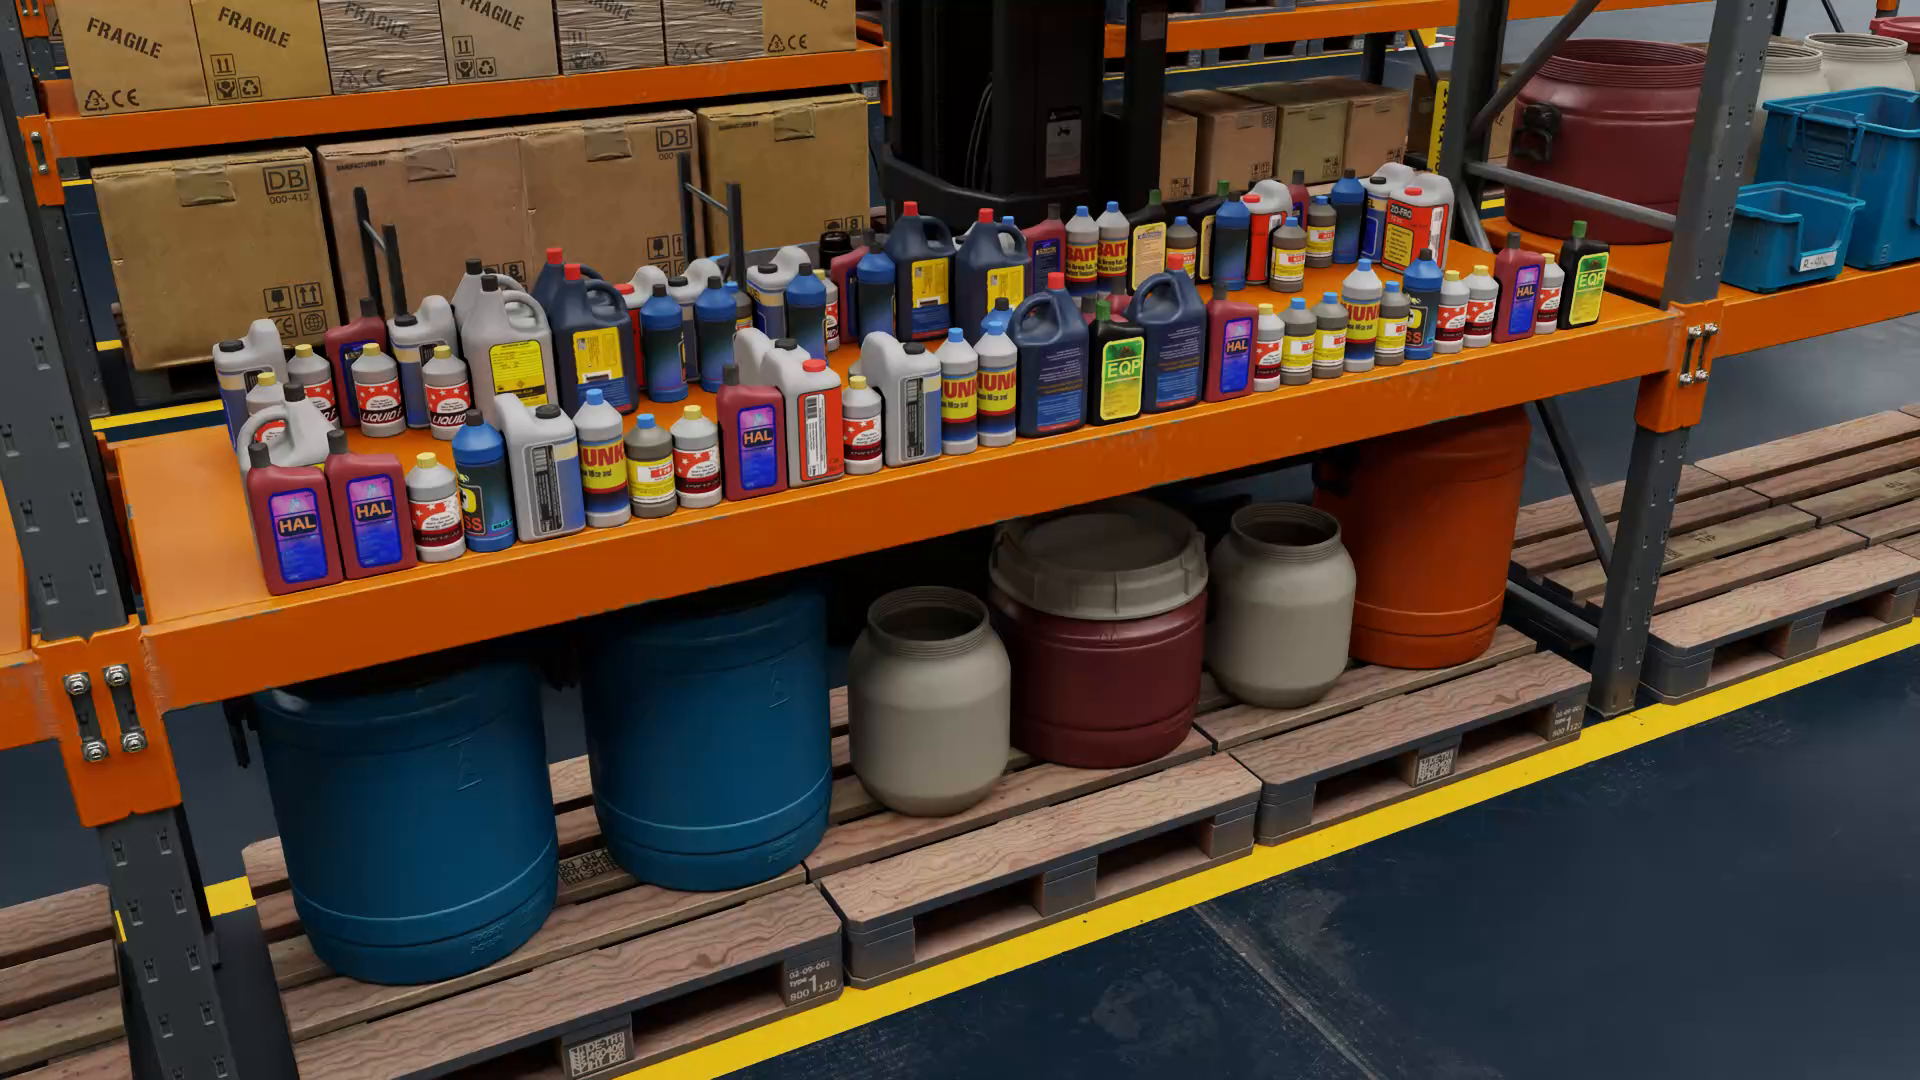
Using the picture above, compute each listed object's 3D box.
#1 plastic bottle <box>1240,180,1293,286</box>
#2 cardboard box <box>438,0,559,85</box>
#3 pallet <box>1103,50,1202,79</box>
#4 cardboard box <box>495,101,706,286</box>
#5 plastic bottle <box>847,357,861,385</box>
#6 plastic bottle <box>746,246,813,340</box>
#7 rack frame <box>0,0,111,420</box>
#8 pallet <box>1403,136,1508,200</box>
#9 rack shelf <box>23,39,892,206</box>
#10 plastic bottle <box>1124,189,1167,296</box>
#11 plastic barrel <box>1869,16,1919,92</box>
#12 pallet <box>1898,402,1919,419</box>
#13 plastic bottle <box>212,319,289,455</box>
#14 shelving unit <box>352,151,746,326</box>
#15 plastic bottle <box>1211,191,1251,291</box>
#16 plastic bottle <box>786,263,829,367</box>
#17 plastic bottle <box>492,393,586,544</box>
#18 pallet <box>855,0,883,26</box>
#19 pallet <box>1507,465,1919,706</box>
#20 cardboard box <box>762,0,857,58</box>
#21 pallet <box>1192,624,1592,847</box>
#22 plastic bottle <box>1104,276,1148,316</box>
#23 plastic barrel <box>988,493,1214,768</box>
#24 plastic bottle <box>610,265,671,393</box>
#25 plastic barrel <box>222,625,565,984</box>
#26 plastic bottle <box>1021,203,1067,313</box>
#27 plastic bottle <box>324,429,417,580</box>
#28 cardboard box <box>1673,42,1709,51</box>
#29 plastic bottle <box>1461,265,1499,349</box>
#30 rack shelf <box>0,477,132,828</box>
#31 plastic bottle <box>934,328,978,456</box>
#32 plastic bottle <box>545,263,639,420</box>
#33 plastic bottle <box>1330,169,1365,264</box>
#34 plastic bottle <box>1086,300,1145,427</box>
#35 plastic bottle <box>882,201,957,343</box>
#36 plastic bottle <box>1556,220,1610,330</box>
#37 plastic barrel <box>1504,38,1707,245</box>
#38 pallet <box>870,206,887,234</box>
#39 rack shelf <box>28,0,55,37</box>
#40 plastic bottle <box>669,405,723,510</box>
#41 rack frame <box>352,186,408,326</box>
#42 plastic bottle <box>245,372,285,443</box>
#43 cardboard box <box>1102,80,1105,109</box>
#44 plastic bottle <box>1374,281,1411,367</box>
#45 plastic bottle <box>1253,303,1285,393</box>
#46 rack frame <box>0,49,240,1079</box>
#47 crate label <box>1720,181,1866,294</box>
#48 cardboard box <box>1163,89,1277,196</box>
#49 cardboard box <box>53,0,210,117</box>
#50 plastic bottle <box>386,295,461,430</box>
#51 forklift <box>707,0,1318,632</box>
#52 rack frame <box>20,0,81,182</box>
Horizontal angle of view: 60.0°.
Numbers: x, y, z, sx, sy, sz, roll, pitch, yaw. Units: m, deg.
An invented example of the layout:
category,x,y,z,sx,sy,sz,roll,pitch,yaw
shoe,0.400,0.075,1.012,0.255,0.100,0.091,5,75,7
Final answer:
category,x,y,z,sx,sy,sz,roll,pitch,yaw
plastic bottle,0.853,-0.887,4.775,0.135,0.276,0.152,-13,29,-25
cardboard box,-2.203,-2.433,7.737,0.500,0.500,0.500,-12,28,-24
pallet,1.457,-4.491,15.359,1.213,0.211,1.003,-13,29,-25
cardboard box,-1.944,-1.813,8.531,0.875,0.875,1.225,-13,29,-25
plastic bottle,-0.200,-0.326,3.692,0.097,0.201,0.097,0,26,0
plastic bottle,-0.448,-0.586,4.149,0.135,0.276,0.152,-13,29,-25
rack frame,-4.065,-2.078,7.113,0.127,3.000,1.000,-13,29,-25
pallet,3.570,-2.601,11.424,1.213,0.211,1.003,-13,29,-25
rack shelf,-2.300,-2.162,8.118,4.000,0.370,1.077,-13,29,-25
plastic bottle,0.510,-0.833,4.655,0.133,0.283,0.061,-13,29,-25
plastic barrel,3.348,-1.529,5.812,0.433,0.535,0.433,0,26,0
pallet,4.650,-0.384,6.807,1.213,0.211,1.003,-13,29,-25
plastic bottle,-1.538,-0.335,3.625,0.135,0.276,0.152,-13,29,-25
shelving unit,-1.252,-0.390,5.330,1.083,1.500,0.587,-13,28,-25
plastic bottle,0.767,-0.848,4.700,0.097,0.271,0.097,0,26,0
plastic bottle,-0.372,-0.541,4.059,0.097,0.271,0.097,0,26,0
plastic bottle,-0.823,-0.154,3.249,0.135,0.276,0.152,-13,29,-25
pallet,0.044,-2.992,9.239,1.003,0.211,1.213,-13,29,-25
pallet,2.497,0.113,5.772,1.213,0.211,1.003,-13,29,-25
cardboard box,-0.854,-2.743,8.382,0.500,0.500,0.500,-12,28,-24
pallet,1.120,0.432,5.106,1.213,0.211,1.003,-13,29,-25
plastic bottle,0.400,-0.488,3.936,0.133,0.283,0.061,-13,29,-25
plastic barrel,0.375,0.232,4.601,0.708,0.588,0.600,-13,29,-25
plastic bottle,-0.771,-0.512,3.994,0.135,0.276,0.152,-13,29,-25
plastic barrel,-1.246,0.465,3.754,0.708,0.901,0.600,-13,29,-25
plastic bottle,0.221,-0.766,4.515,0.133,0.283,0.061,-13,29,-25
plastic bottle,-1.092,-0.073,3.072,0.133,0.283,0.061,-13,29,-25
cardboard box,5.454,-3.329,12.122,0.500,0.500,0.500,-6,26,-12
plastic bottle,1.325,-0.603,4.270,0.097,0.201,0.097,0,26,0
rack shelf,-3.499,0.545,2.481,4.000,0.370,1.077,-13,29,-25
plastic bottle,-0.009,-0.327,3.613,0.097,0.271,0.097,0,26,0
plastic bottle,-0.846,-0.459,3.798,0.185,0.351,0.144,-13,29,-25
plastic bottle,1.146,-0.966,4.944,0.097,0.271,0.097,0,26,0
plastic bottle,0.350,-0.406,3.765,0.133,0.283,0.061,-13,29,-25
plastic bottle,-0.105,-0.701,4.302,0.185,0.351,0.144,-13,29,-25
plastic bottle,1.639,-0.704,4.385,0.133,0.283,0.061,-13,29,-25
plastic barrel,2.062,-1.273,5.279,0.708,0.536,0.600,-13,29,-25
pallet,0.155,-1.795,9.744,1.213,0.211,1.003,-13,29,-25
rack shelf,-4.545,-4.076,12.106,4.000,0.370,1.077,-13,29,-25
plastic bottle,-0.536,-0.173,3.375,0.097,0.201,0.097,0,26,0
rack frame,-1.694,-0.290,5.121,0.032,1.500,0.500,-13,28,-25
plastic bottle,-1.463,-0.257,3.550,0.097,0.201,0.097,0,26,0
cardboard box,0.505,-2.563,9.635,0.500,0.250,0.500,-10,27,-19
plastic bottle,1.068,-0.544,4.146,0.097,0.201,0.097,0,26,0
plastic bottle,0.724,-0.464,3.981,0.097,0.201,0.097,0,26,0
rack frame,-1.734,-0.187,3.174,0.127,3.000,1.000,-13,29,-25
crate label,2.344,-0.869,4.787,0.416,0.233,0.303,-13,29,-25
cardboard box,1.519,-2.458,10.284,0.500,0.500,0.700,-16,30,-29
cardboard box,-3.541,-2.122,7.088,0.500,0.500,0.500,-13,29,-25
plastic bottle,-1.216,-0.409,3.780,0.135,0.276,0.152,-13,29,-25
forklift,0.573,-1.452,5.888,3.031,2.935,1.130,-13,28,-25
rack frame,-6.309,-3.993,11.102,0.127,3.000,1.000,-13,29,-25
